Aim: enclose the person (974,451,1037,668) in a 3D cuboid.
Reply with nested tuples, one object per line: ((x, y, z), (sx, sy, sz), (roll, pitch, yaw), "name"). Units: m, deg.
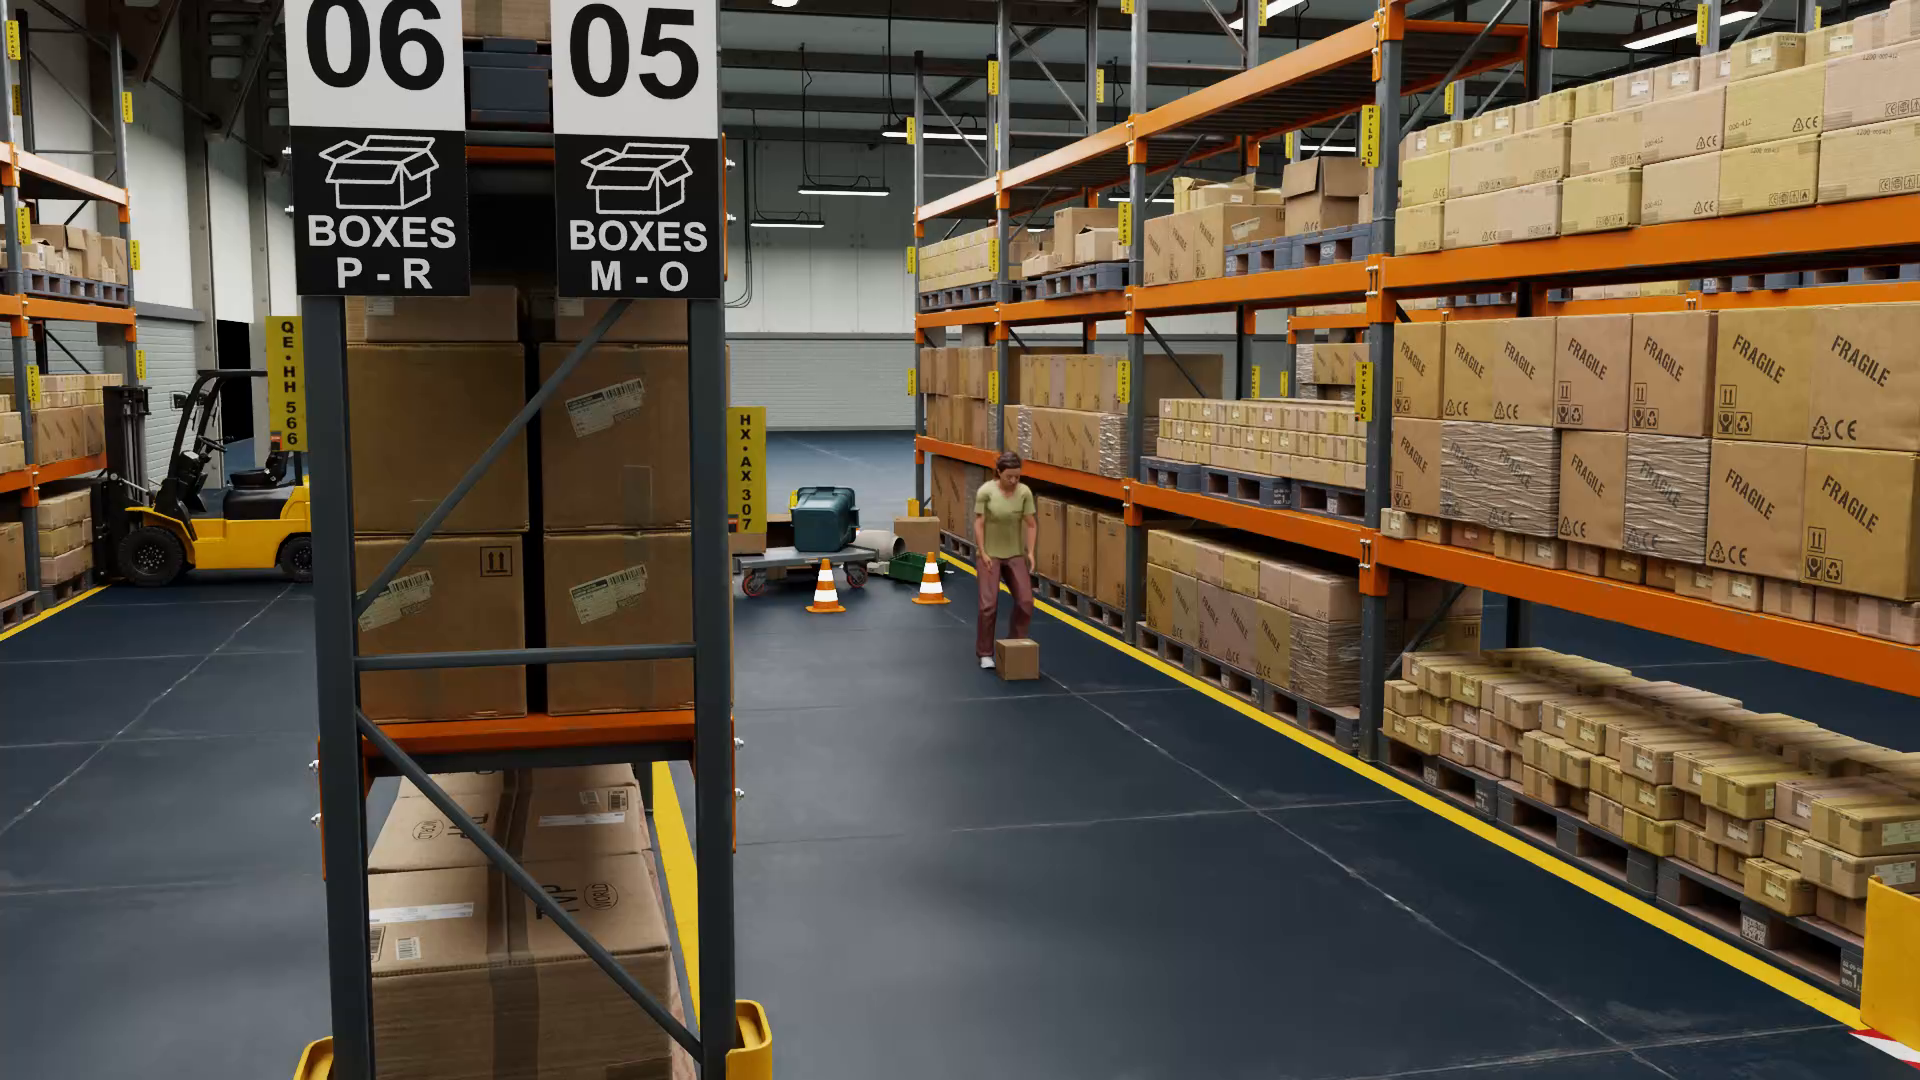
((0.338, 0.139, 12.247), (0.478, 1.603, 0.426), (-1, 6, -12), "person")
